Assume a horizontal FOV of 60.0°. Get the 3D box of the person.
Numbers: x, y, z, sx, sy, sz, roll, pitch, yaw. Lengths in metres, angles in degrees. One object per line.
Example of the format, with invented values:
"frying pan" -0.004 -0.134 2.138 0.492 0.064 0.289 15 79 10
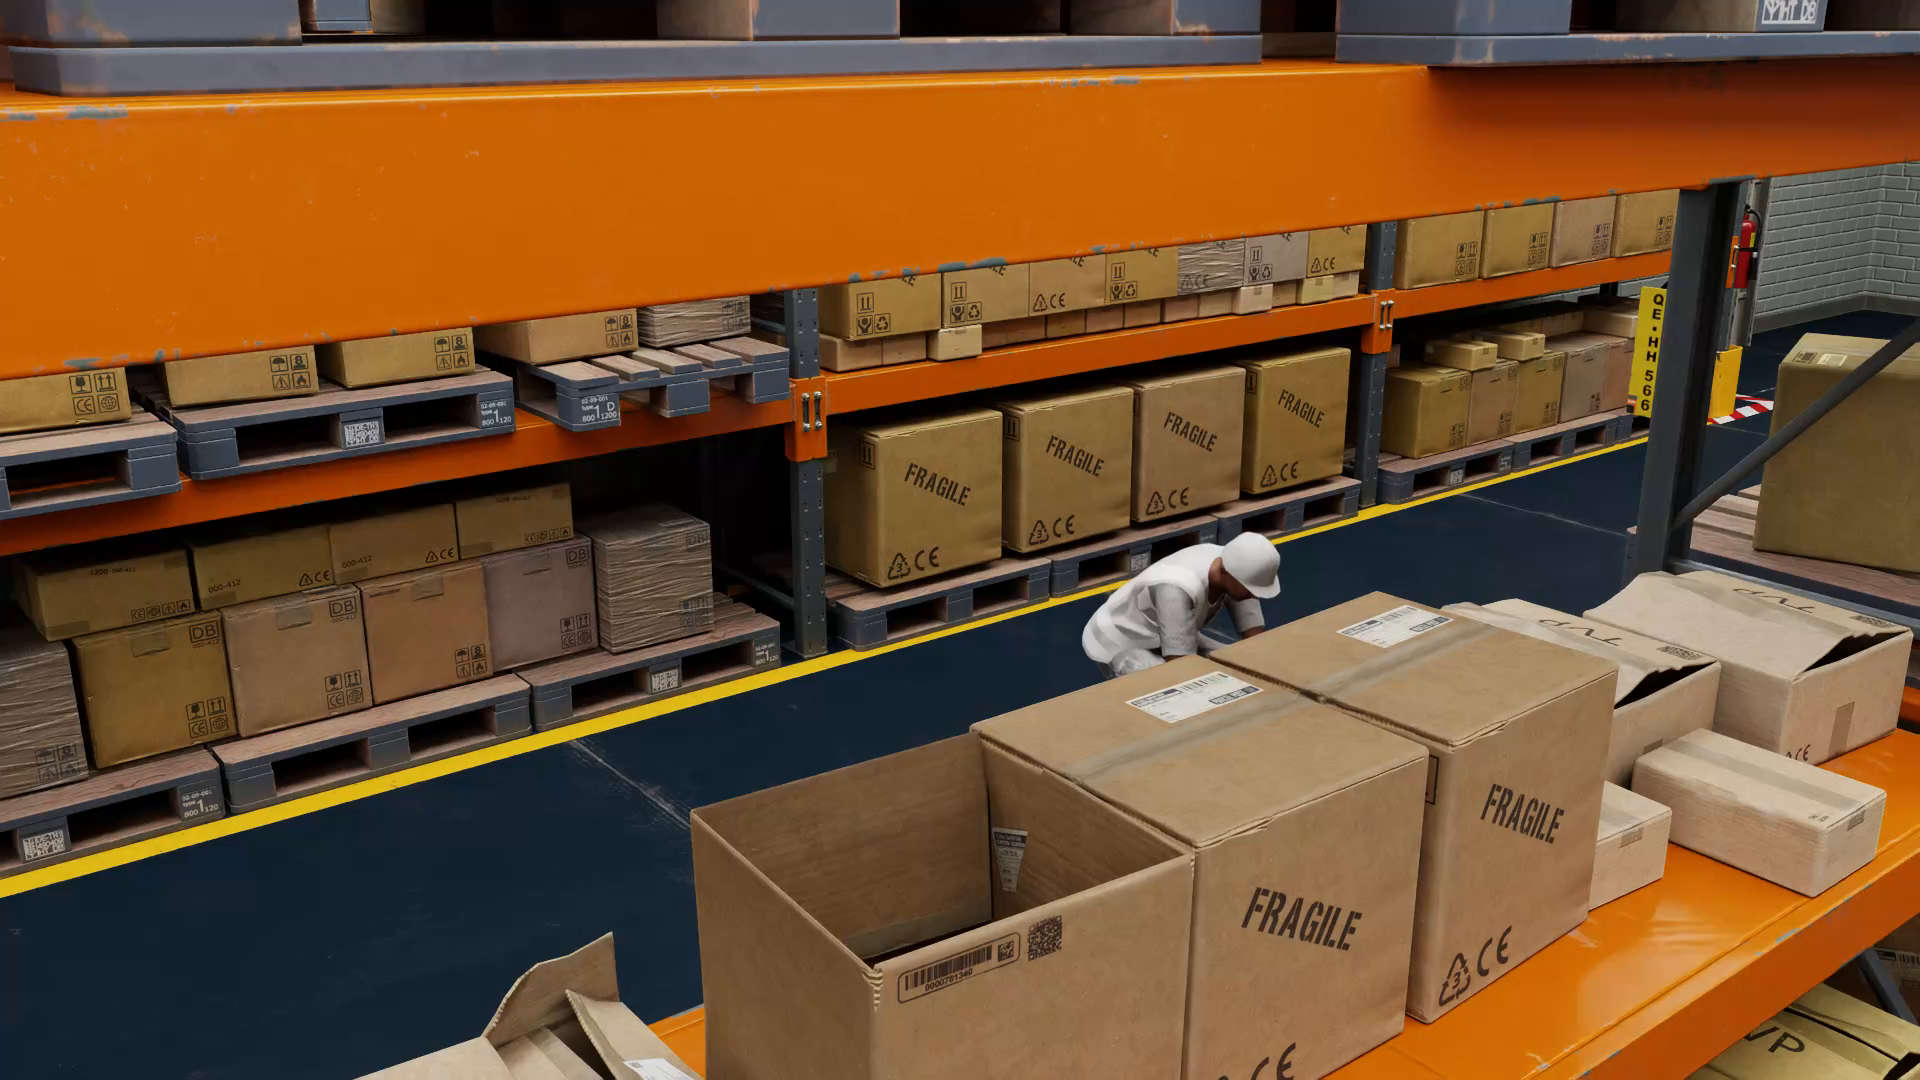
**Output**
"person" 0.914 0.396 6.593 0.567 0.992 0.902 -13 22 -36
